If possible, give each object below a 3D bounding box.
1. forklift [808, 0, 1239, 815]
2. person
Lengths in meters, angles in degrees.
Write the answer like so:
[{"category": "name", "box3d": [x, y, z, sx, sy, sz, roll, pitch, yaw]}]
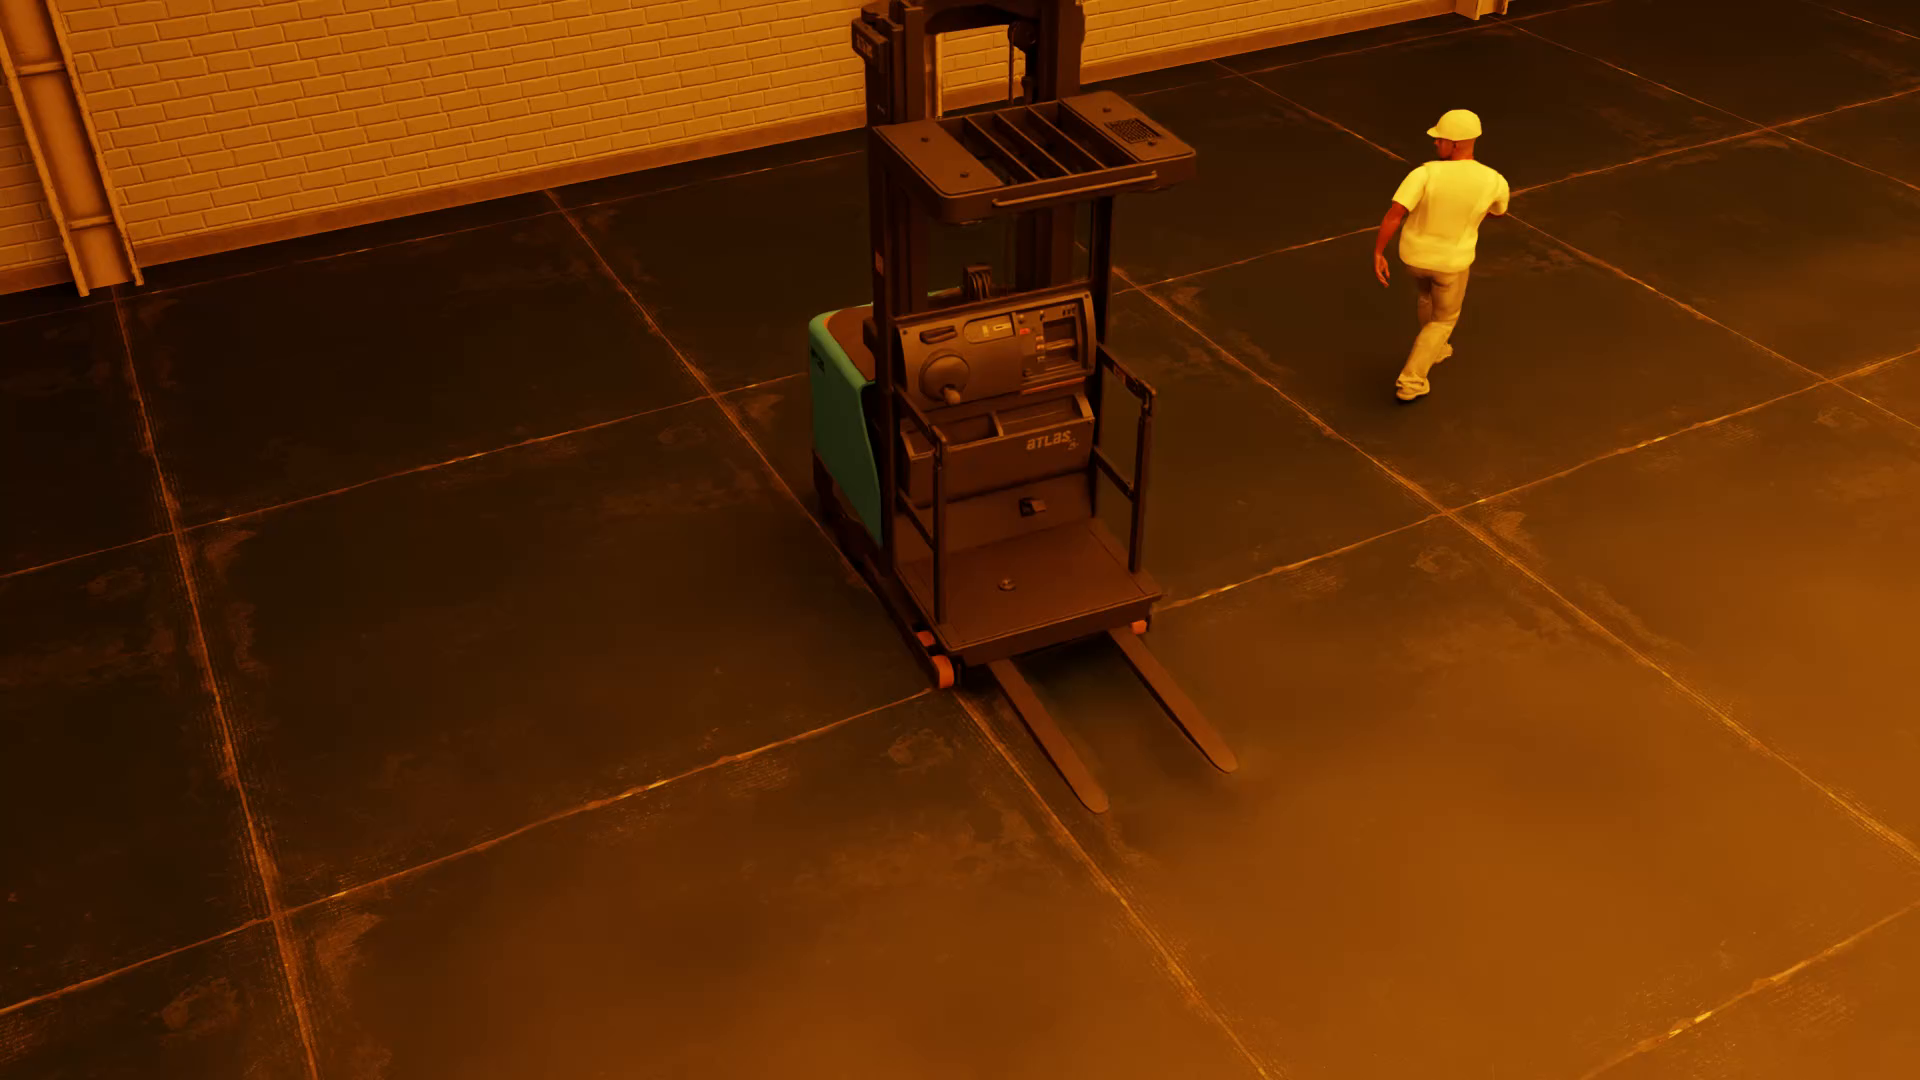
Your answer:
[{"category": "forklift", "box3d": [0.261, -0.788, 7.237, 1.130, 2.935, 3.031, -14, 38, -19]}, {"category": "person", "box3d": [2.771, -1.653, 9.567, 0.582, 1.704, 0.987, 18, 39, 23]}]
